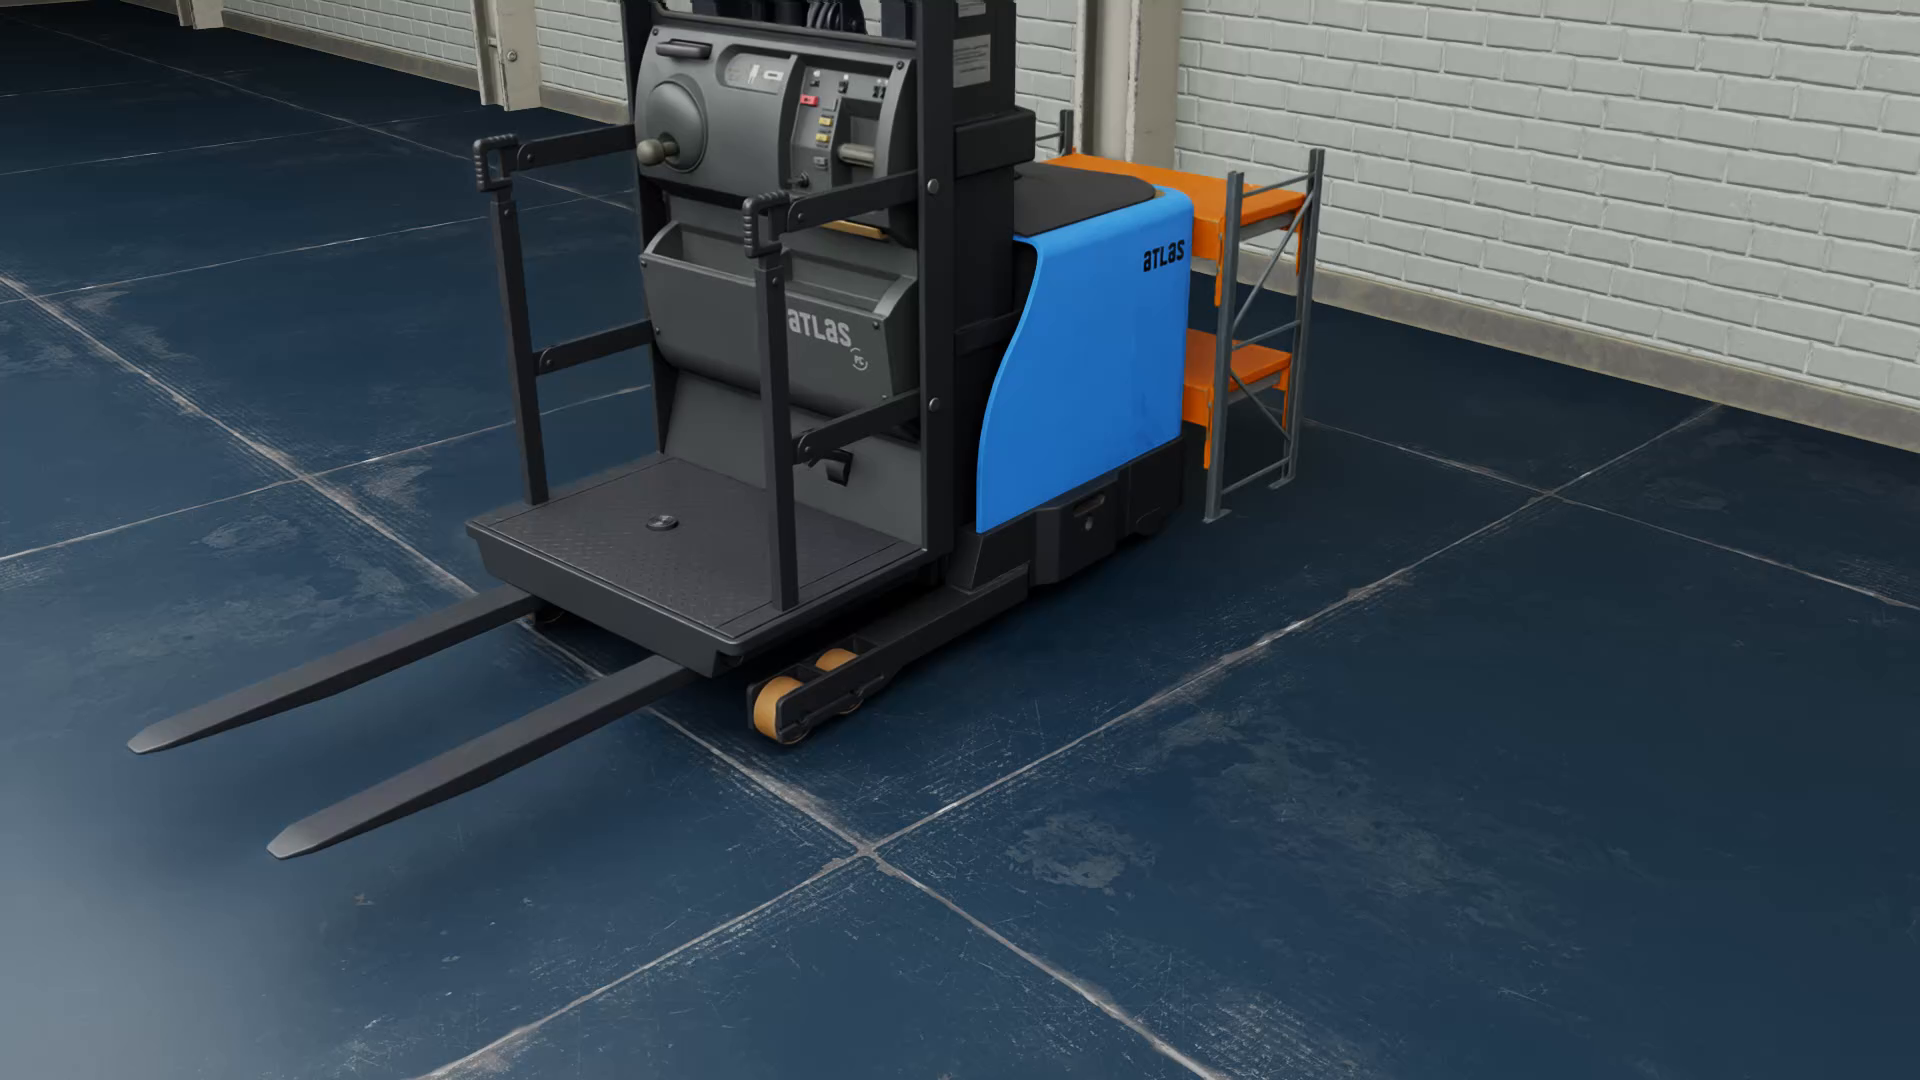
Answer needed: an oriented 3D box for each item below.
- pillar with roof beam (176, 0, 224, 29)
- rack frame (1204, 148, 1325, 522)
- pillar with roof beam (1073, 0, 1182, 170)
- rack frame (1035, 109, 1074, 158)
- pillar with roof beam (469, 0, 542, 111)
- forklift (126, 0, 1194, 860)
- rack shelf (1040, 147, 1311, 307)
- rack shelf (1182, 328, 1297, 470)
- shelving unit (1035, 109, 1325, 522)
[{"bbox_3d":[-10.550,-7.908,11.742,9.100,9.000,0.400,-21,32,-38],"label":"pillar with roof beam"},{"bbox_3d":[0.972,-0.649,5.318,0.032,1.125,0.500,21,32,38],"label":"rack frame"},{"bbox_3d":[-2.348,-4.272,3.773,9.100,9.000,0.400,-21,32,-38],"label":"pillar with roof beam"},{"bbox_3d":[0.222,-0.934,5.942,0.032,1.125,0.500,21,32,38],"label":"rack frame"},{"bbox_3d":[-6.449,-6.090,7.758,9.100,9.000,0.400,-21,32,-38],"label":"pillar with roof beam"},{"bbox_3d":[-0.627,-1.062,4.046,1.130,2.935,3.031,20,31,36],"label":"forklift"},{"bbox_3d":[0.597,-1.058,5.508,1.000,0.278,0.538,21,32,38],"label":"rack shelf"},{"bbox_3d":[0.597,-0.569,5.731,1.000,0.278,0.538,21,32,38],"label":"rack shelf"},{"bbox_3d":[0.597,-0.792,5.630,1.048,1.125,0.538,21,32,38],"label":"shelving unit"}]
